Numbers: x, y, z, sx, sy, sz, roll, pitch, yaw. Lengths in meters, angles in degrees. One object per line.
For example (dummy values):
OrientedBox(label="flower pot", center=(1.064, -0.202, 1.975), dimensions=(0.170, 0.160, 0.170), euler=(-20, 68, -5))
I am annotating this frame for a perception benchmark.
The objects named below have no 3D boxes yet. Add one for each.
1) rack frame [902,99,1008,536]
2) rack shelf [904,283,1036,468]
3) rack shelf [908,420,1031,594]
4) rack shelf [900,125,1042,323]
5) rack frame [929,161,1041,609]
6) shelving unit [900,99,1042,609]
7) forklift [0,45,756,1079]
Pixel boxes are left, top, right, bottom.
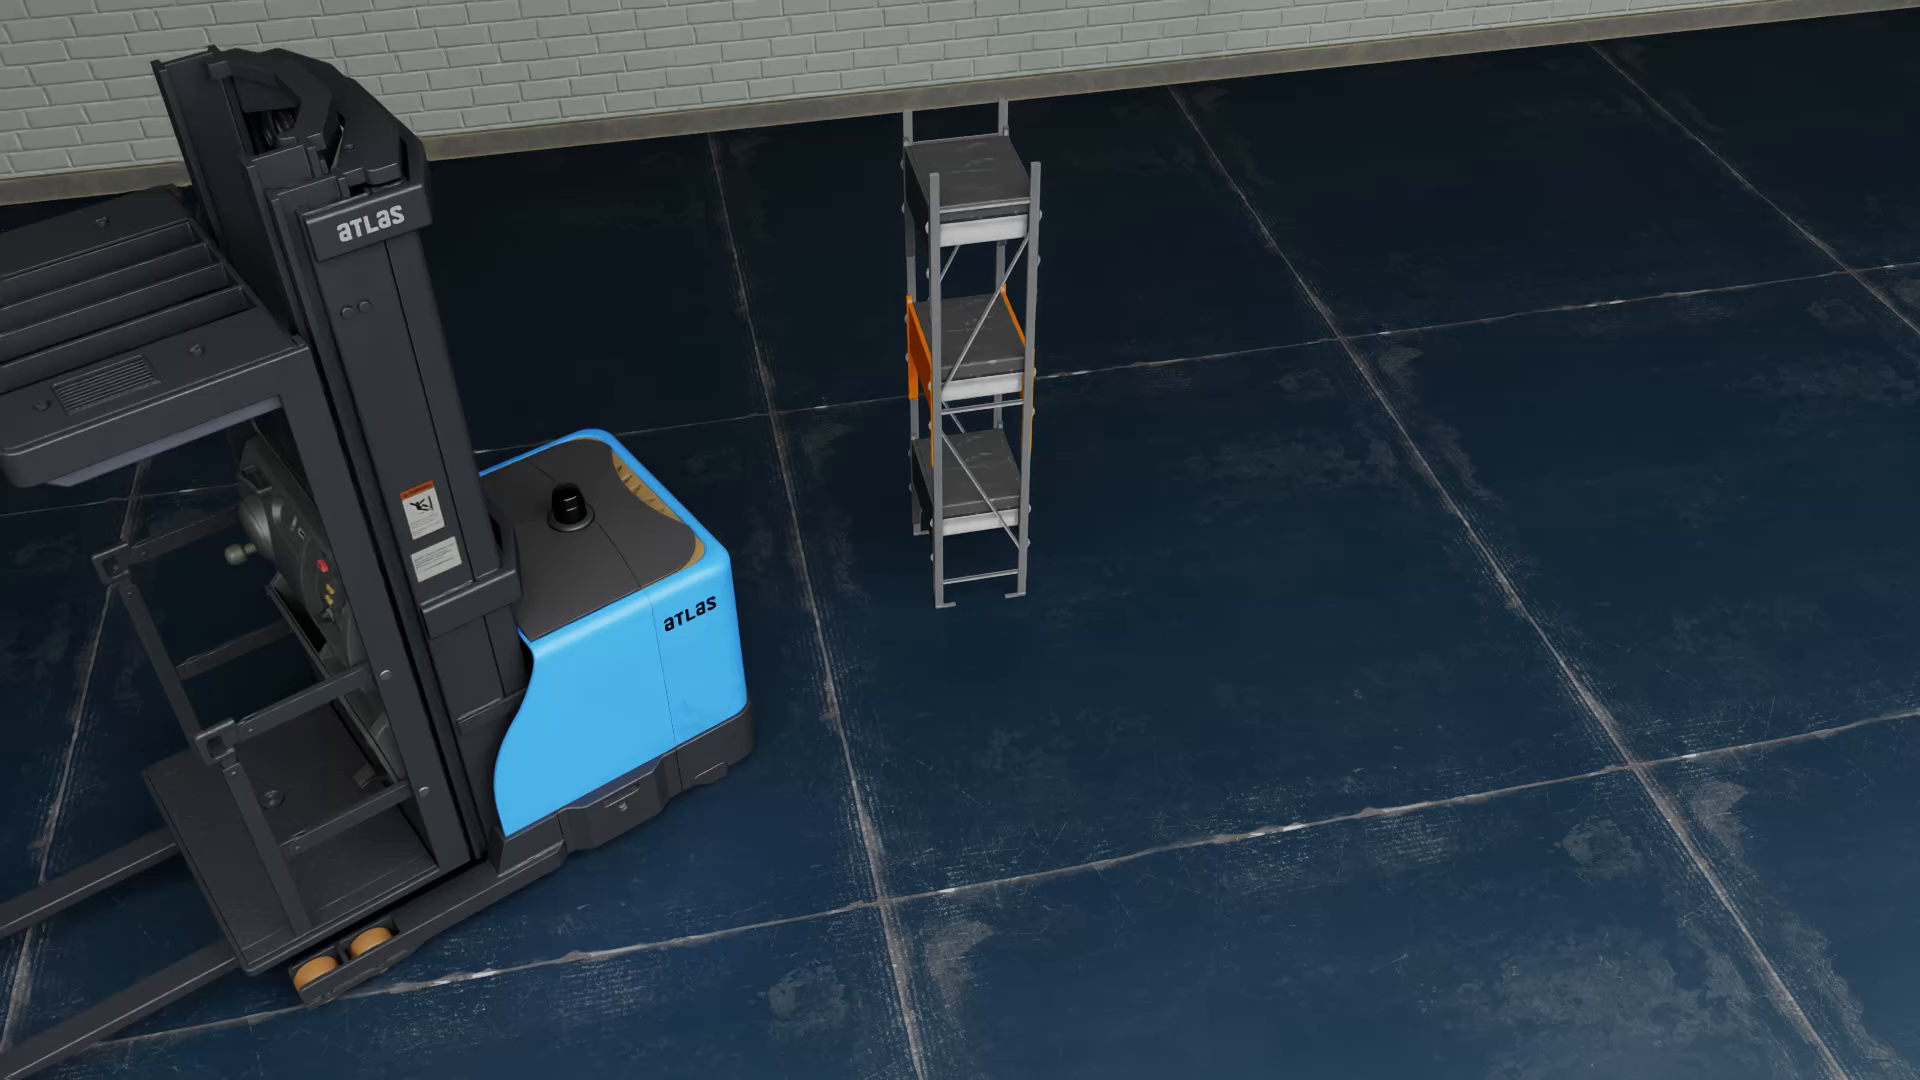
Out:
OrientedBox(label="rack frame", center=(-0.017, -0.836, 6.892), dimensions=(0.400, 2.100, 0.015), euler=(-8, 42, -9))
OrientedBox(label="rack shelf", center=(0.036, -0.668, 6.723), dimensions=(0.431, 0.518, 0.480), euler=(-8, 42, -9))
OrientedBox(label="rack shelf", center=(0.036, -0.144, 7.188), dimensions=(0.431, 0.518, 0.480), euler=(-8, 42, -9))
OrientedBox(label="rack shelf", center=(0.036, -1.191, 6.258), dimensions=(0.431, 0.518, 0.480), euler=(-8, 42, -9))
OrientedBox(label="rack frame", center=(0.088, -0.520, 6.536), dimensions=(0.400, 2.100, 0.015), euler=(-8, 42, -9))
OrientedBox(label="shelving unit", center=(0.036, -0.678, 6.714), dimensions=(0.431, 2.100, 0.503), euler=(-8, 42, -9))
OrientedBox(label="forklift", center=(-2.277, 0.102, 5.209), dimensions=(3.031, 2.935, 1.130), euler=(-27, 48, -27))
